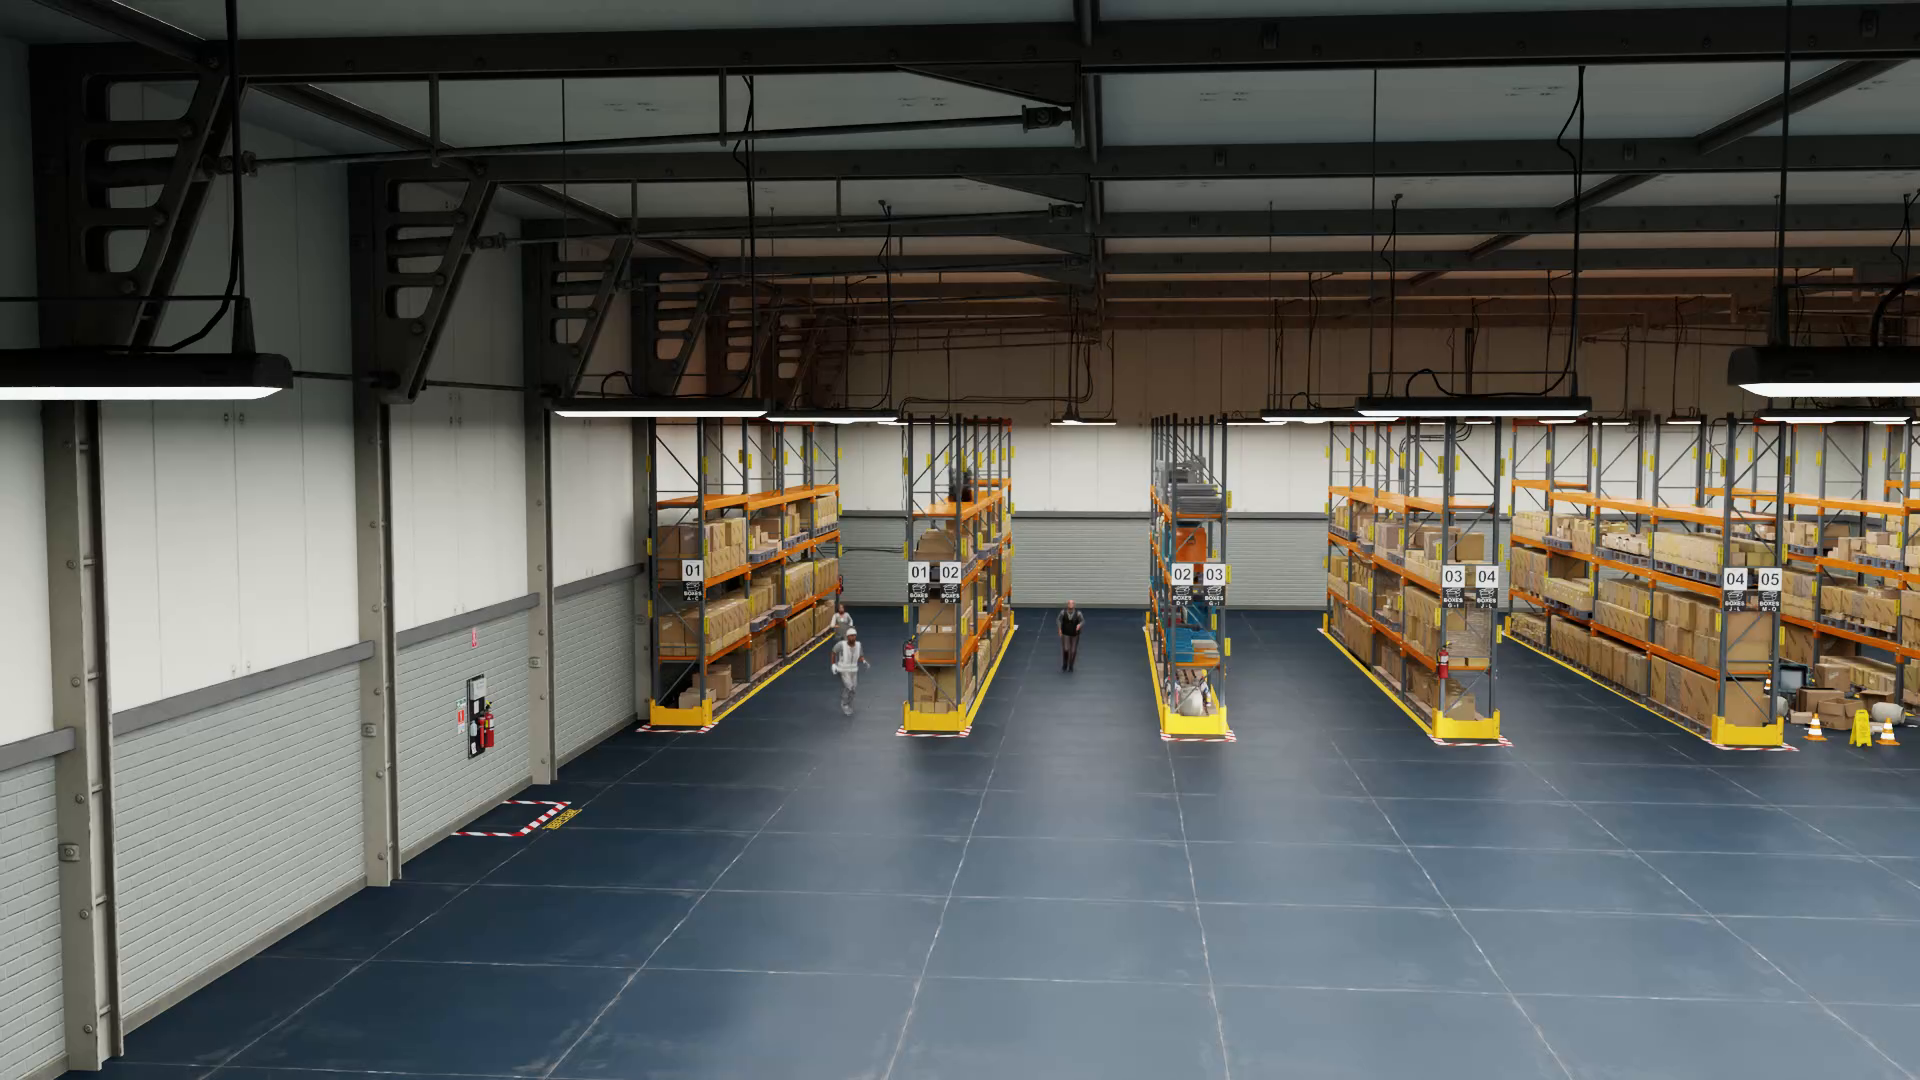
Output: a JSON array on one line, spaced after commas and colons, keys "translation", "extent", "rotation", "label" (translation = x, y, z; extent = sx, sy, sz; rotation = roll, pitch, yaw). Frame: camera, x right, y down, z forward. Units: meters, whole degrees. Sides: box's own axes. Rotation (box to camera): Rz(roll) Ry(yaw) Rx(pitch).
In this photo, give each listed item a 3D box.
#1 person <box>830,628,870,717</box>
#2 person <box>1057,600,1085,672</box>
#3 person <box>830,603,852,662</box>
[{"translation": [-2.216, 2.627, 33.176], "extent": [0.649, 1.755, 0.818], "rotation": [-2, 4, -31], "label": "person"}, {"translation": [2.607, 2.250, 39.004], "extent": [0.655, 1.708, 0.671], "rotation": [0, 4, 0], "label": "person"}, {"translation": [-2.776, 2.283, 38.966], "extent": [0.507, 1.625, 0.823], "rotation": [0, 4, -2], "label": "person"}]
